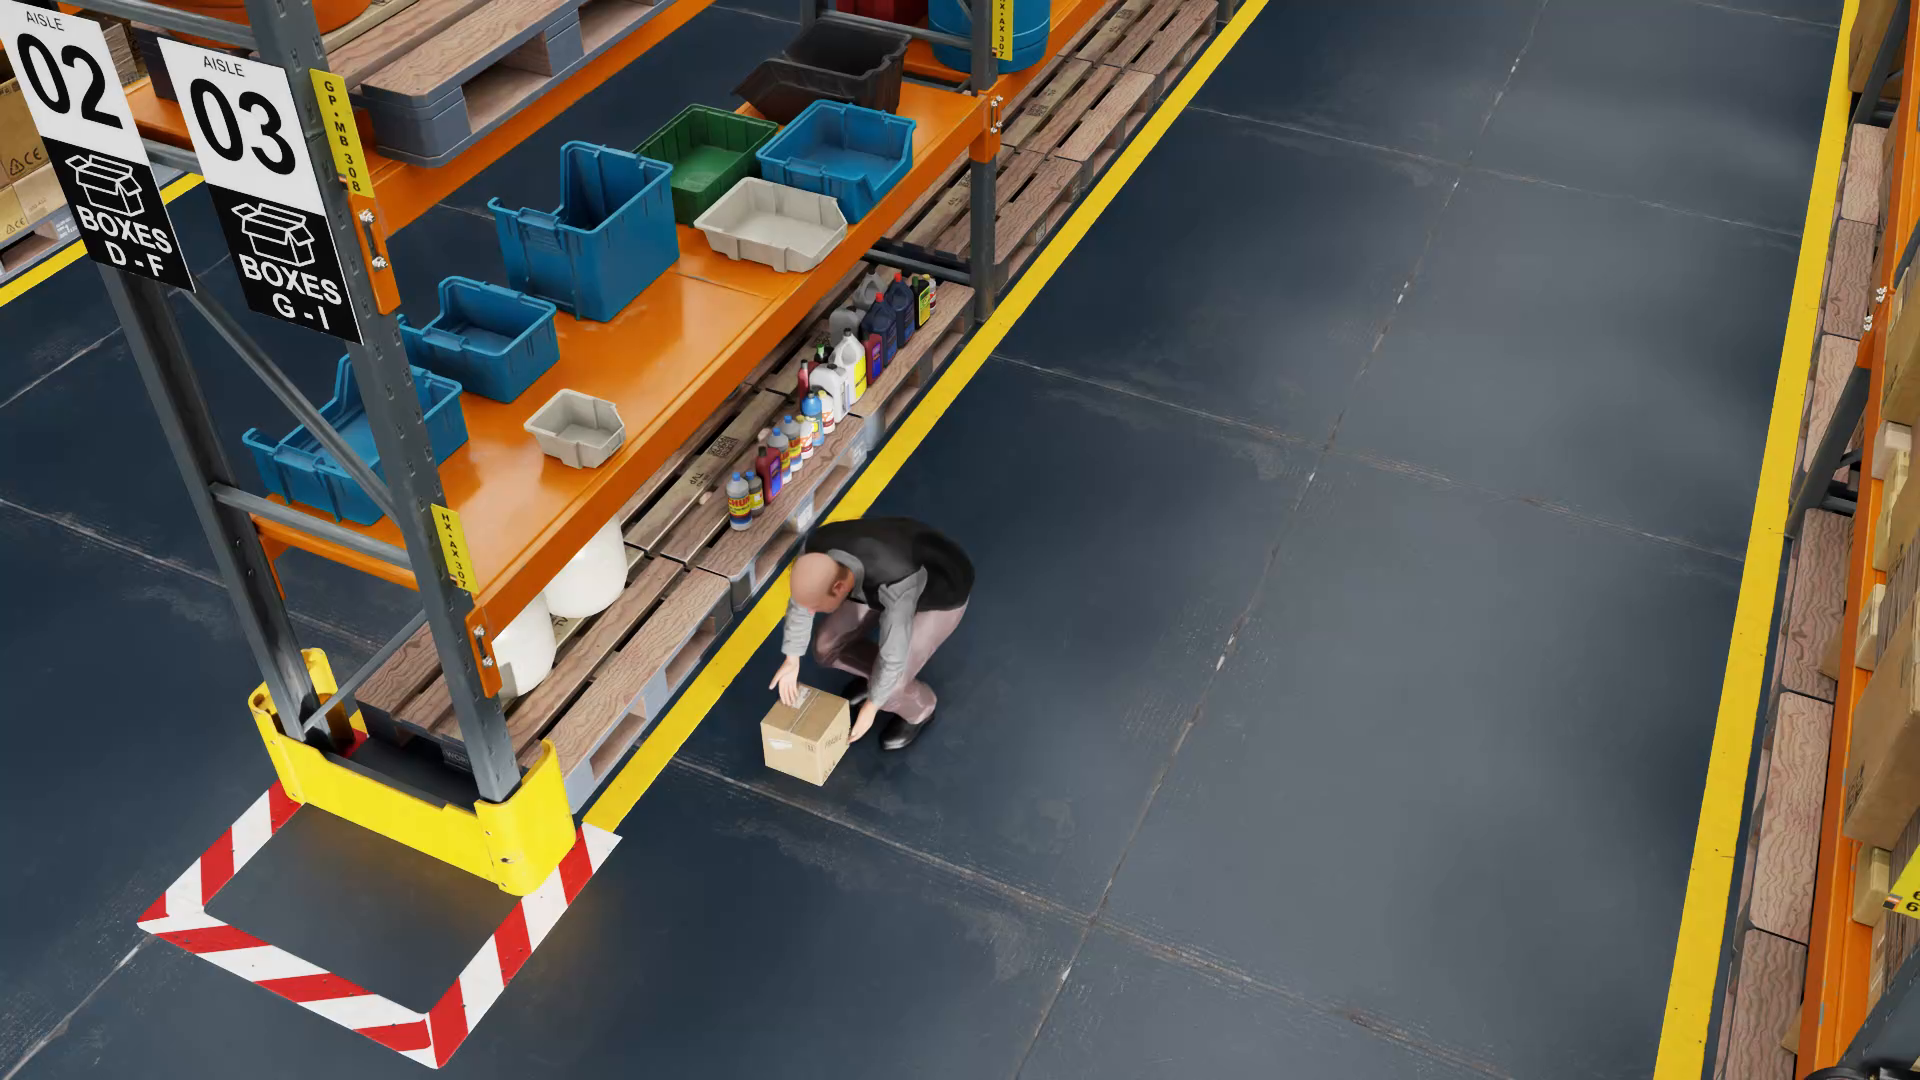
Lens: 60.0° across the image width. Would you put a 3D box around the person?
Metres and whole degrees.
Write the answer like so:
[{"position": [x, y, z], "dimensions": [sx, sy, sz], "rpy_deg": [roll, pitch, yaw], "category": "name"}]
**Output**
[{"position": [-0.301, 0.317, 6.284], "dimensions": [0.563, 1.111, 0.830], "rpy_deg": [33, 51, 31], "category": "person"}]
